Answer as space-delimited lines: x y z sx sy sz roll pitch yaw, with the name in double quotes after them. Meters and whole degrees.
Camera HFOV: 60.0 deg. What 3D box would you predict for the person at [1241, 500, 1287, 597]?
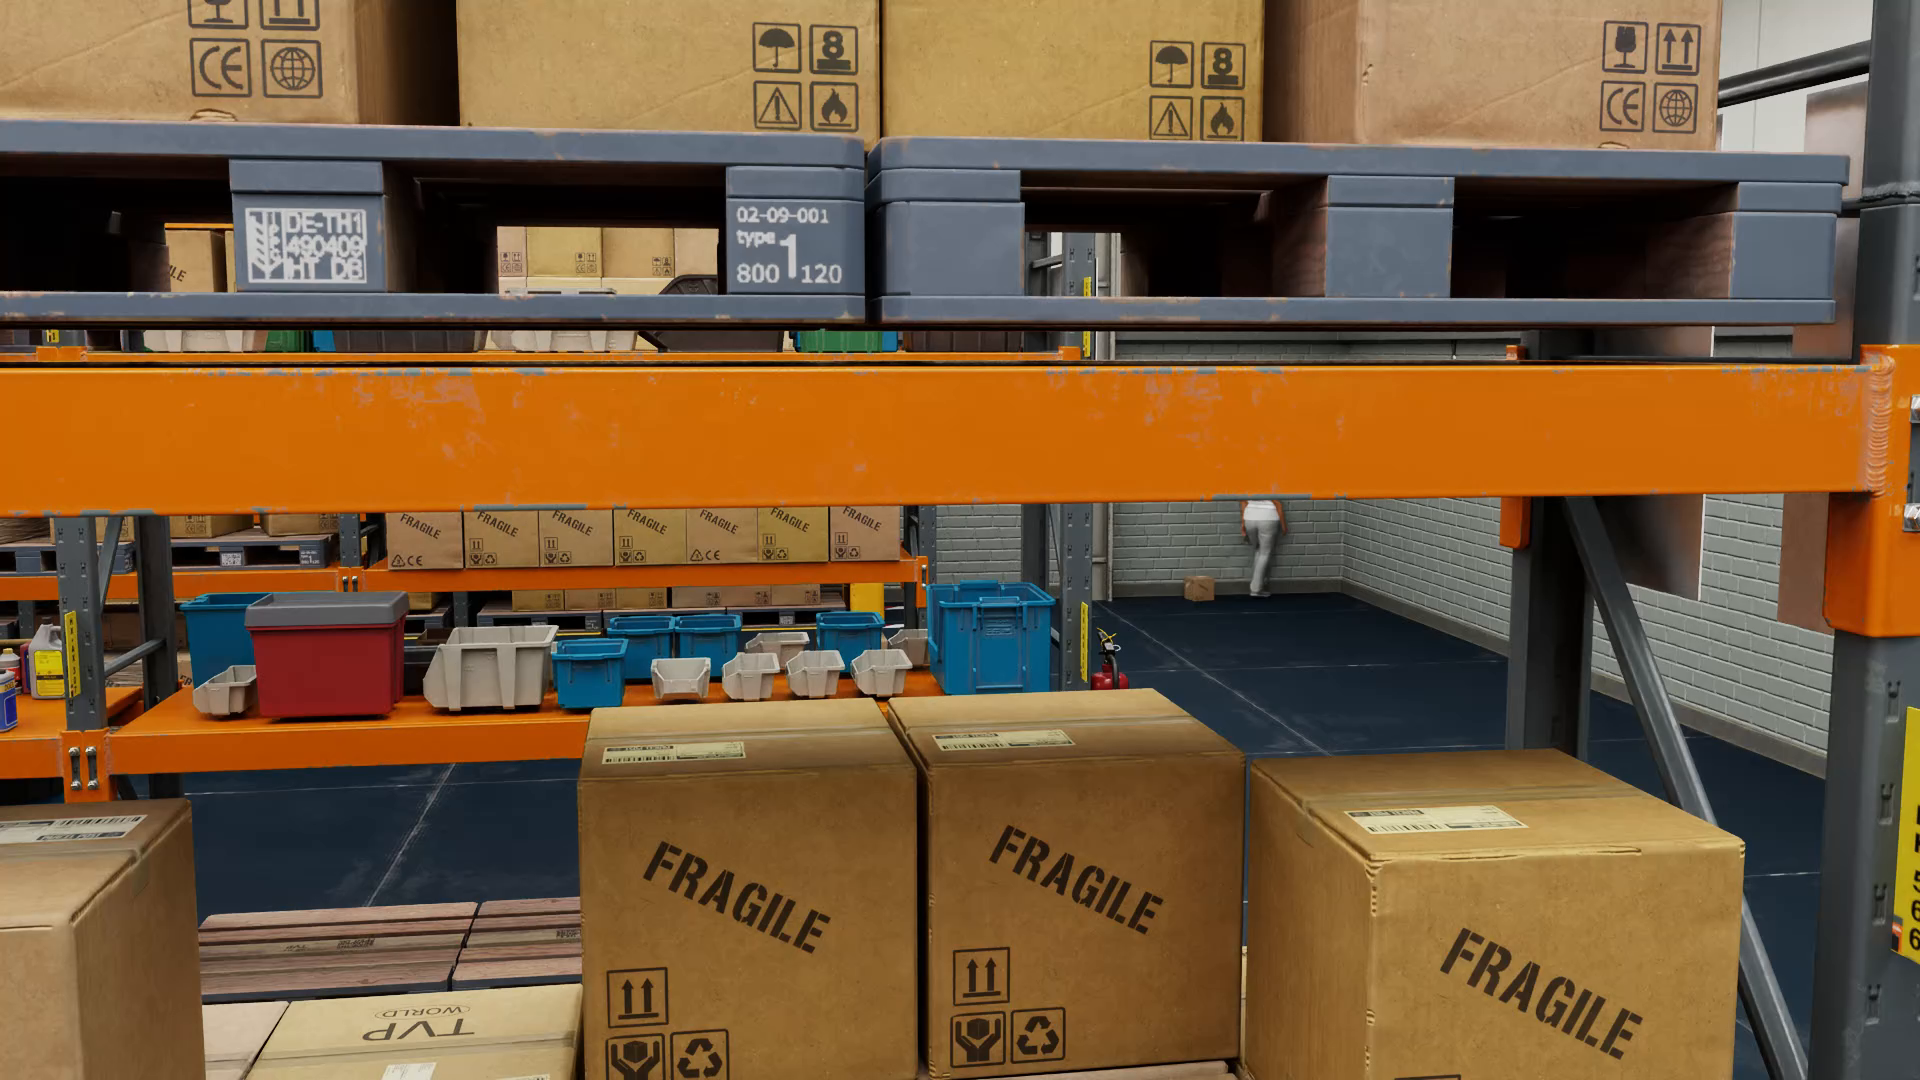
3.503 -0.191 18.897 0.639 1.658 0.493 -6 9 -41 "person"
